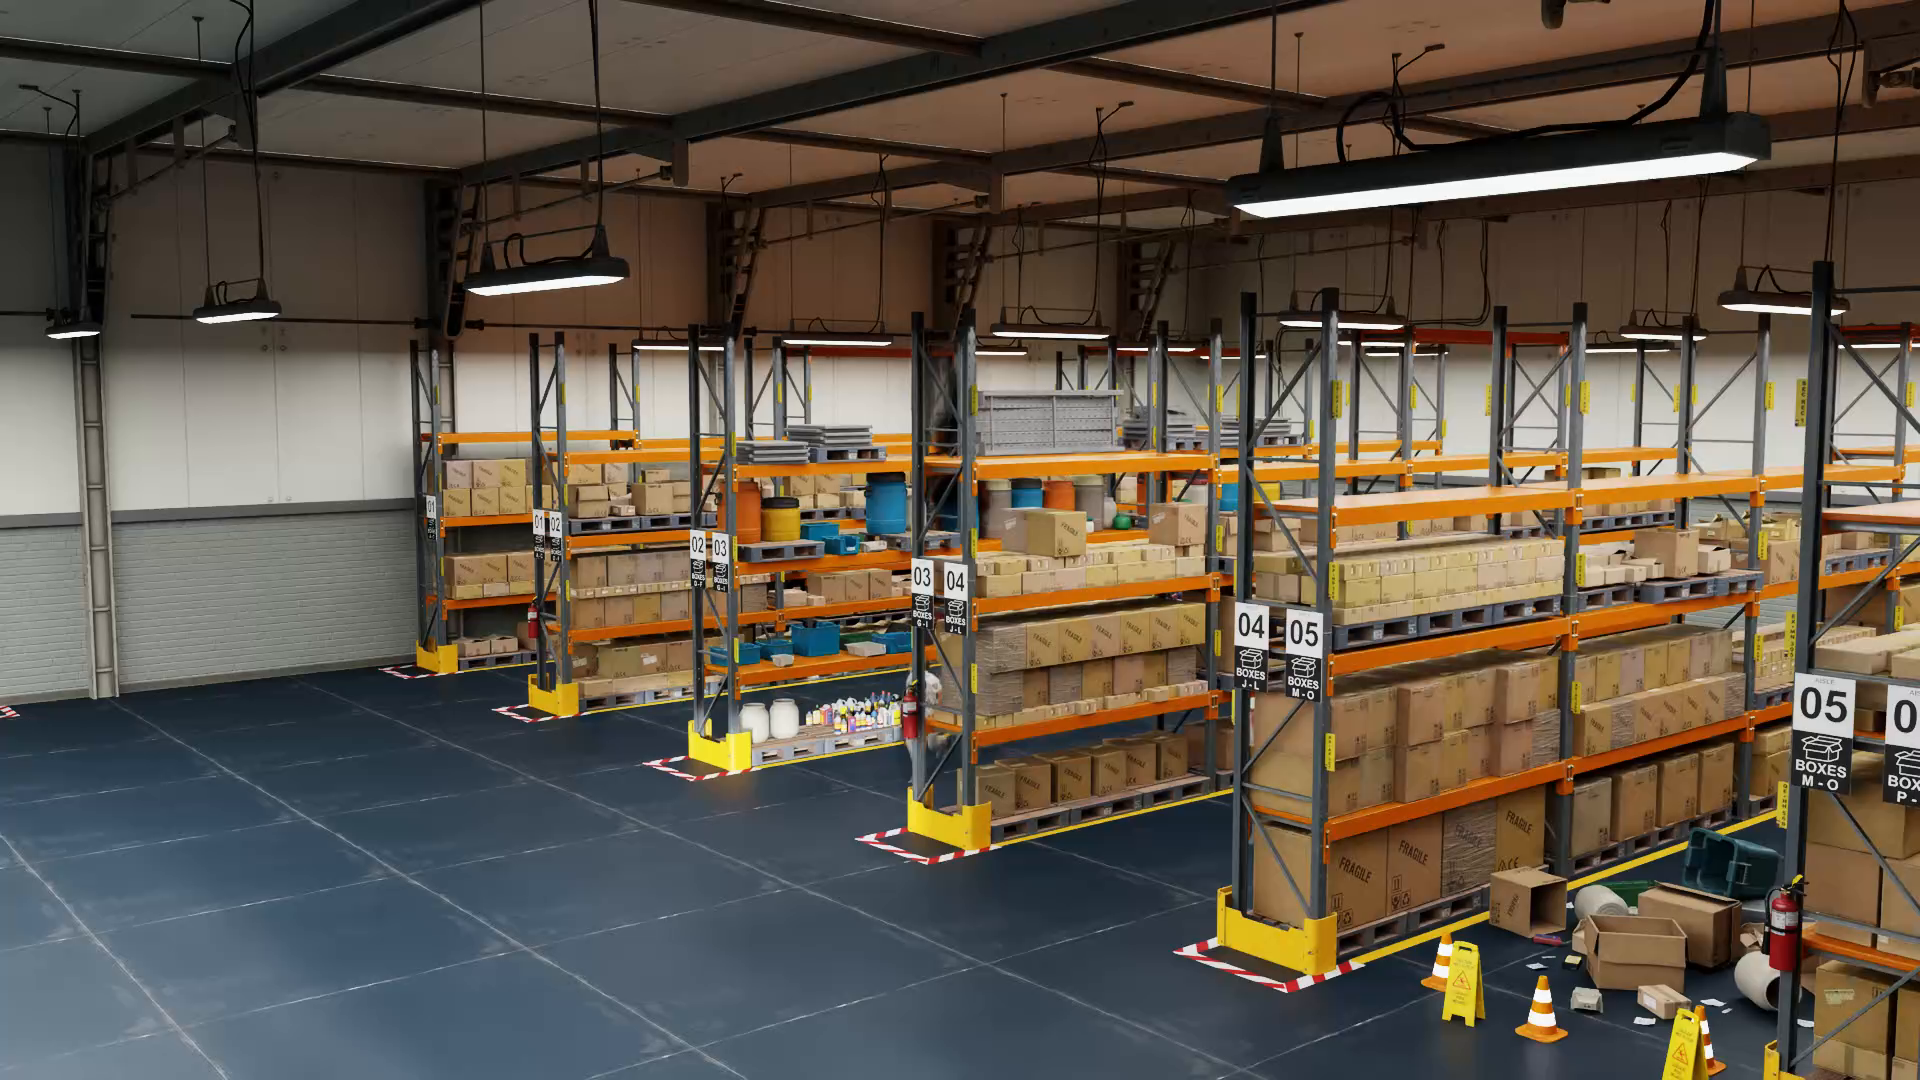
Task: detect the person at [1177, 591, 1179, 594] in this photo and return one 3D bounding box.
[{"bbox_3d":[4.405,1.409,32.133,0.732,1.558,0.505,-5,7,-44],"label":"person"}]

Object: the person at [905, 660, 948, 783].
[{"bbox_3d":[-0.450,2.347,22.033,0.611,1.660,0.878,3,6,28],"label":"person"}]

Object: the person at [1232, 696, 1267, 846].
[{"bbox_3d":[3.494,2.581,19.061,0.704,1.729,1.056,3,6,26],"label":"person"}]
